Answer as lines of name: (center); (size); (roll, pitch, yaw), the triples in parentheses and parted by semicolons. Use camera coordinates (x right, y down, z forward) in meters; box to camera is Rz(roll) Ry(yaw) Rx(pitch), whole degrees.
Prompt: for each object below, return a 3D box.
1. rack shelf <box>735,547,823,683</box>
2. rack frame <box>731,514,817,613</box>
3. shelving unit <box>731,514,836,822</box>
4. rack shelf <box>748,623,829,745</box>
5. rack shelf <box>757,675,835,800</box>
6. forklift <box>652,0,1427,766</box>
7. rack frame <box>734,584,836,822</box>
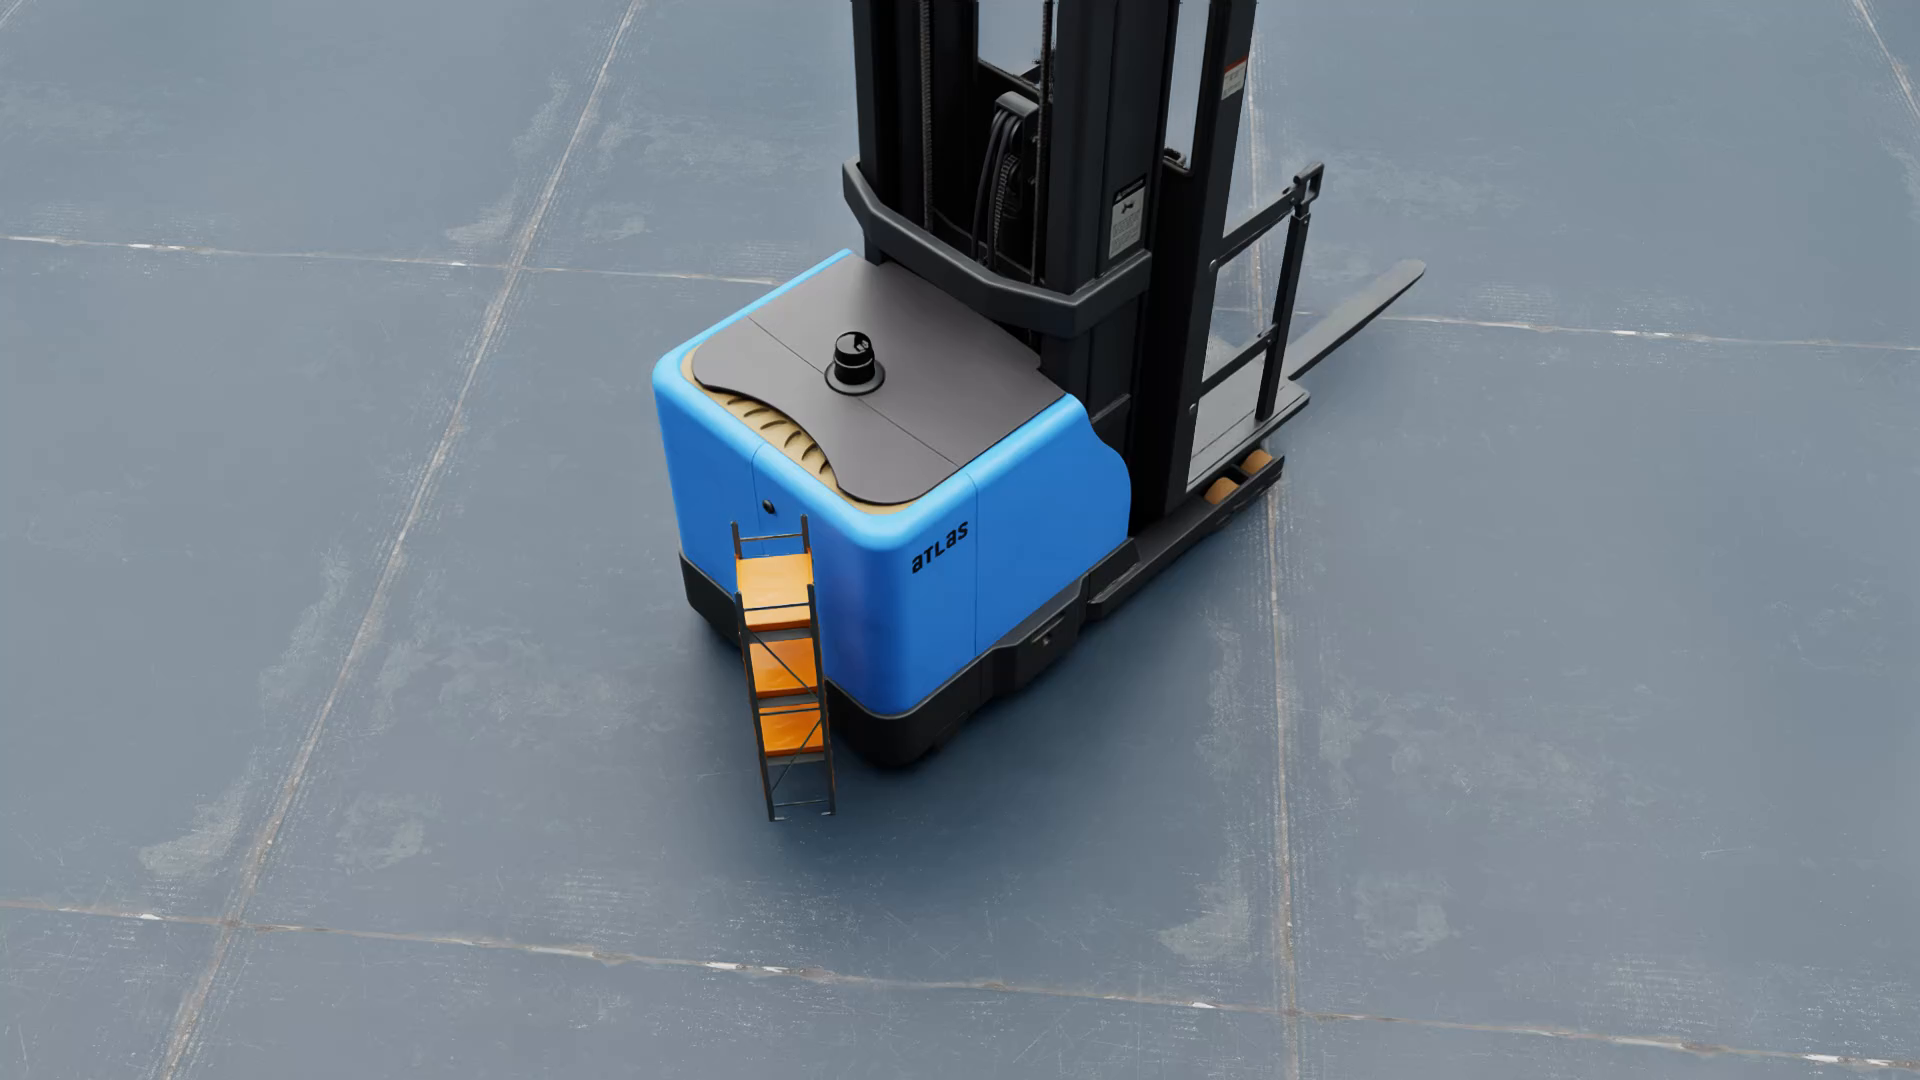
rack shelf: (-0.487, 0.203, 4.482); (0.215, 0.259, 0.240); (-6, 48, -5)
rack frame: (-0.503, 0.299, 4.765); (0.200, 1.050, 0.008); (-6, 48, -5)
shelving unit: (-0.487, 0.388, 4.684); (0.215, 1.050, 0.252); (-6, 48, -5)
rack shelf: (-0.487, 0.395, 4.692); (0.215, 0.259, 0.240); (-6, 48, -5)
rack shelf: (-0.487, 0.583, 4.897); (0.215, 0.259, 0.240); (-6, 48, -5)
forklift: (0.496, -1.286, 4.940); (3.031, 2.935, 1.130); (-36, 57, -28)
rack frame: (-0.471, 0.477, 4.602); (0.200, 1.050, 0.008); (-6, 48, -5)
